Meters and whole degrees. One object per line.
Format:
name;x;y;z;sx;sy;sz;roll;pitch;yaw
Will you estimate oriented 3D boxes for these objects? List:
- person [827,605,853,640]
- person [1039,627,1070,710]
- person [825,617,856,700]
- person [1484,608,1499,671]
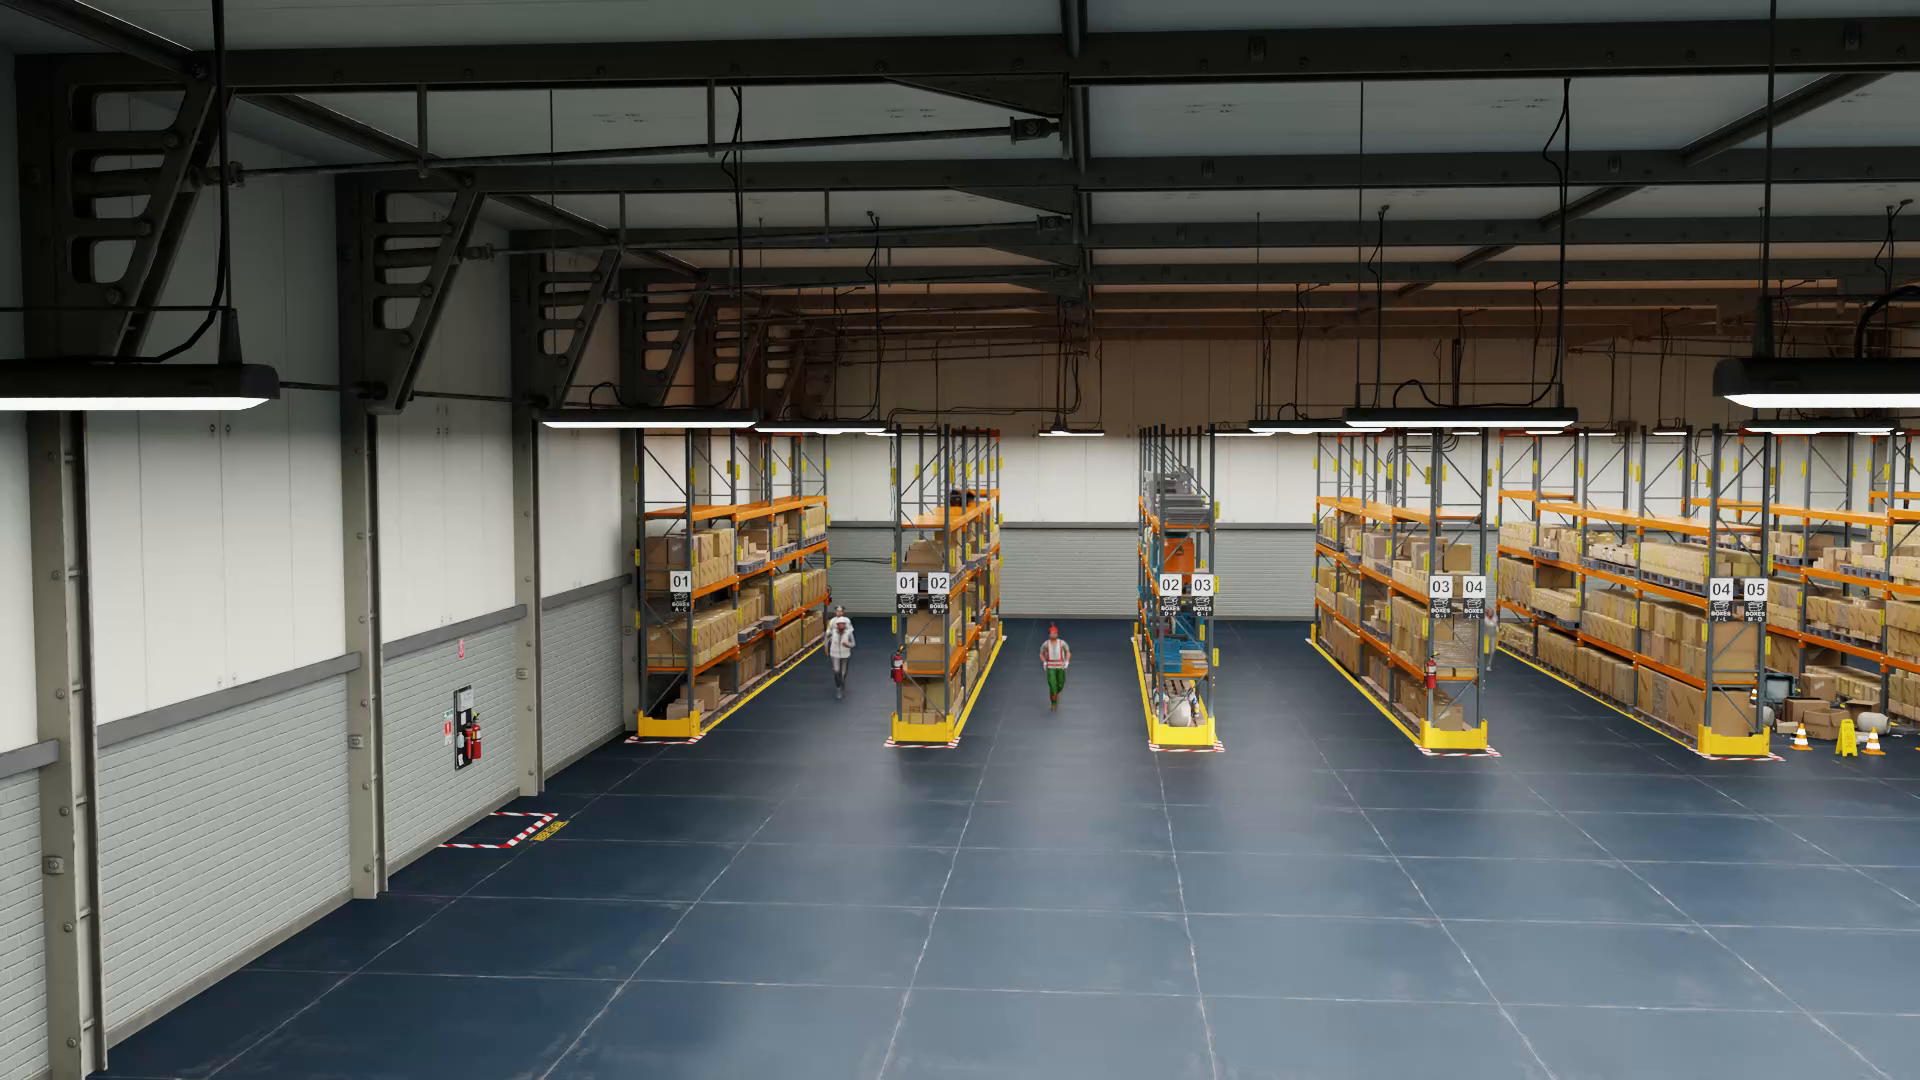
person;-2.722;2.314;37.760;0.609;1.666;0.498;0;3;-4
person;2.005;2.712;35.214;0.654;1.748;0.563;0;3;2
person;-2.646;2.596;36.744;0.679;1.812;0.846;0;3;-4
person;13.061;2.448;41.054;0.517;1.553;0.557;0;3;-3
